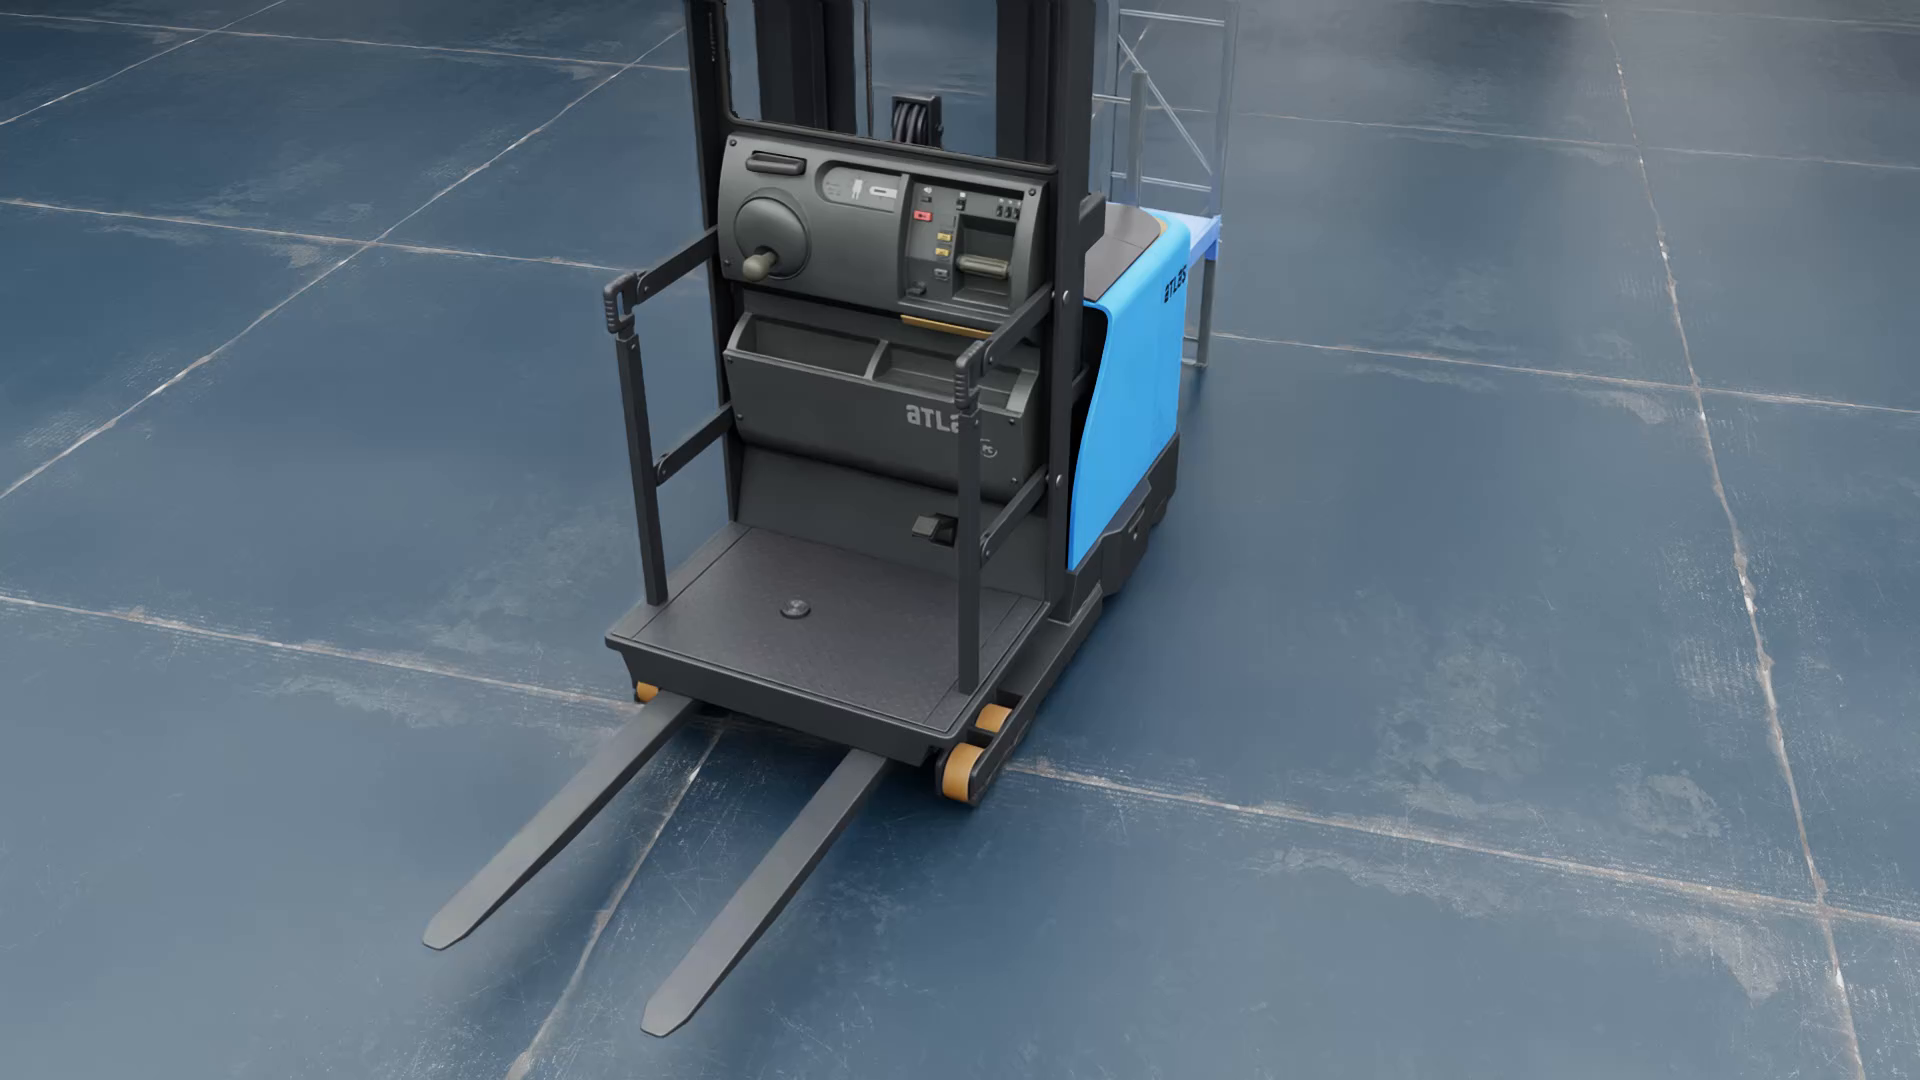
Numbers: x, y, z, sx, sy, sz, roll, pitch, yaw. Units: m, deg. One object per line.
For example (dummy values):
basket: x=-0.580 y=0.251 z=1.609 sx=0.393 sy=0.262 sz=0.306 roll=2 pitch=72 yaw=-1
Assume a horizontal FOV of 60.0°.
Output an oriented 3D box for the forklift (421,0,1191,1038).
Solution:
forklift: x=-0.314 y=-0.775 z=4.237 sx=1.130 sy=2.935 sz=3.031 roll=14 pitch=35 yaw=21

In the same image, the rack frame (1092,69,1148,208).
rack frame: x=0.367 y=-0.916 z=5.792 sx=0.500 sy=1.500 sz=0.032 roll=14 pitch=35 yaw=21

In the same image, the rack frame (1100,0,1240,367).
rack frame: x=0.796 y=-1.410 z=6.570 sx=0.500 sy=1.500 sz=0.032 roll=14 pitch=35 yaw=21

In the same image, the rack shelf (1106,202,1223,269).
rack shelf: x=0.581 y=-1.011 z=6.278 sx=0.538 sy=0.185 sz=1.000 roll=14 pitch=35 yaw=21

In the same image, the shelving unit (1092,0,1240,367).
shelving unit: x=0.581 y=-1.163 z=6.181 sx=0.538 sy=1.500 sz=1.048 roll=14 pitch=35 yaw=21
